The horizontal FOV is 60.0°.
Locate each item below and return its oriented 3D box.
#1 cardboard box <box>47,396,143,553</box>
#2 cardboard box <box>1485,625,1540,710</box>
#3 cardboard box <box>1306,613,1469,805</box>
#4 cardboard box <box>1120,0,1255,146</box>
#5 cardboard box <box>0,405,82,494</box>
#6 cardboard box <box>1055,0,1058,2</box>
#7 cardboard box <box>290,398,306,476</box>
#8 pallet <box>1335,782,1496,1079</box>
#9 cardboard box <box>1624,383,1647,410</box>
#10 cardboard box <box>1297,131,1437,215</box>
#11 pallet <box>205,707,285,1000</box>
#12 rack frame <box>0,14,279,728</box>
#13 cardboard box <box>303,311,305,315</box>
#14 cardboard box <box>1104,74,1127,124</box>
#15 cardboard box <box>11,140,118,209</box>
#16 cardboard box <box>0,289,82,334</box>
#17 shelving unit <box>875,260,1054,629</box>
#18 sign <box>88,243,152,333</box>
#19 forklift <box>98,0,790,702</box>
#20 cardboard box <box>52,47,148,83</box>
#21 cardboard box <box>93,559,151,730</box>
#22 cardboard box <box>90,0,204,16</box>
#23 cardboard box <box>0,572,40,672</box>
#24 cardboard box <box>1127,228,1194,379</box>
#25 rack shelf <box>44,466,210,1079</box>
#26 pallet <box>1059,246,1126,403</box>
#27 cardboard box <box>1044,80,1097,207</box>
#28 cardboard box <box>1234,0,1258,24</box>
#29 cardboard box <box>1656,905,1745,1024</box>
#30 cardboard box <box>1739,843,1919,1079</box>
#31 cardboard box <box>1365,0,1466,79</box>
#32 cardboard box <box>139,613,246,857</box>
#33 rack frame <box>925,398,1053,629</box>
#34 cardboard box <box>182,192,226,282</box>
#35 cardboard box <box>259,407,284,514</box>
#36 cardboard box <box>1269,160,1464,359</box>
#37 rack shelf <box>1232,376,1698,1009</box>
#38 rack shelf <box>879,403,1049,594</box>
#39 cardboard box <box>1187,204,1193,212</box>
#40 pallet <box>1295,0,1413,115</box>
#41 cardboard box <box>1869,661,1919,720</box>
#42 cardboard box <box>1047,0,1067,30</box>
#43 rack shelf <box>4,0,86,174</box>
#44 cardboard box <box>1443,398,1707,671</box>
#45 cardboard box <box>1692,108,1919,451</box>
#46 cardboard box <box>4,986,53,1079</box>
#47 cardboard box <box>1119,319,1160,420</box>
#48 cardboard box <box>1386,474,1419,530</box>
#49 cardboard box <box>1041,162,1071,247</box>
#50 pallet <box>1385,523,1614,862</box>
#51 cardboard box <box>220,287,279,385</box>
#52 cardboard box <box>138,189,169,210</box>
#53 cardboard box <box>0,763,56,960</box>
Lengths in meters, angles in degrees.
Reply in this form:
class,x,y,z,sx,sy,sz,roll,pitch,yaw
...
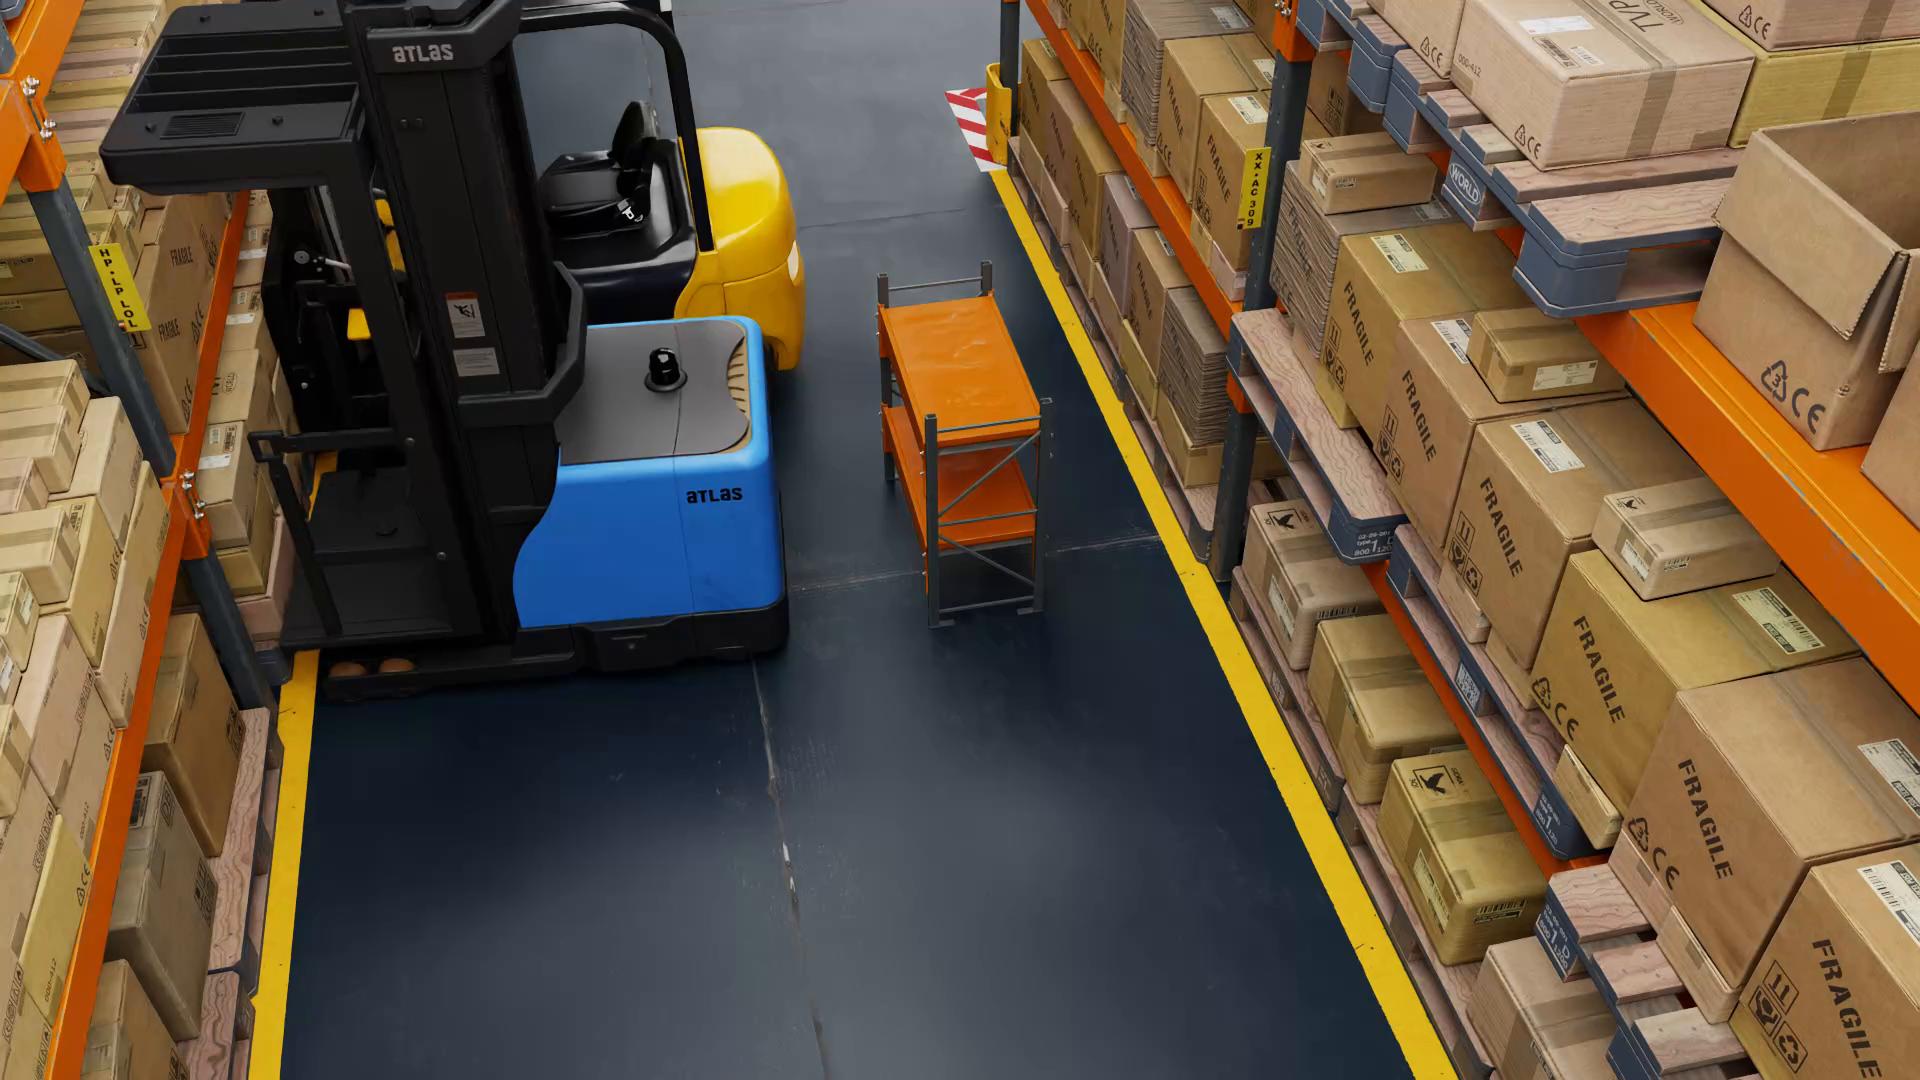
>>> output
class,x,y,z,sx,sy,sz,roll,pitch,yaw
cardboard box,-2.889,-0.174,5.205,0.500,0.250,0.500,-9,42,-10
cardboard box,1.753,0.320,4.785,0.380,0.149,0.250,-10,42,-11
cardboard box,1.876,0.592,6.268,0.950,0.372,0.625,-6,42,-7
cardboard box,1.029,-2.108,7.347,0.500,0.500,0.500,-7,42,-8
cardboard box,-2.880,-0.250,4.990,0.380,0.149,0.250,-9,42,-10
cardboard box,0.685,-3.098,8.463,0.500,0.500,0.500,-7,42,-8
cardboard box,-3.276,-0.472,7.559,0.500,0.250,0.500,-8,42,-9
pallet,2.038,1.301,5.907,1.003,0.211,1.213,-8,42,-9
cardboard box,2.139,-0.421,5.131,0.500,0.500,0.500,-7,42,-8
cardboard box,1.358,-1.231,5.555,0.380,0.149,0.250,-9,42,-9
pallet,-3.047,1.190,6.032,1.003,0.211,1.213,-8,42,-9
rack frame,-3.244,-0.325,5.638,1.000,3.000,0.127,-8,42,-9
cardboard box,-3.468,-1.304,8.120,0.500,0.250,0.500,-9,42,-10
cardboard box,0.895,-2.099,7.826,0.380,0.149,0.250,-8,42,-9
cardboard box,-3.232,-1.286,5.933,0.380,0.149,0.250,-9,42,-10
cardboard box,-3.056,-0.849,5.665,0.380,0.149,0.250,-9,42,-10
shelving unit,0.001,-0.416,7.153,0.538,1.125,1.048,-8,42,-9
sign,-2.716,-0.812,5.375,0.100,0.325,0.005,-8,42,-9
forklift,-2.272,-0.810,6.236,3.031,2.935,1.130,-5,42,-5
cardboard box,-3.379,-1.789,6.499,0.380,0.149,0.250,-9,42,-9
cardboard box,-2.766,0.346,4.996,0.500,0.250,0.500,-9,42,-10
cardboard box,-3.451,-2.294,7.068,0.380,0.149,0.250,-8,42,-8
cardboard box,-2.697,0.246,4.431,0.380,0.149,0.250,-9,42,-10
cardboard box,1.100,-1.122,7.726,0.500,0.500,0.500,-8,42,-9
rack shelf,-2.813,1.241,4.416,1.077,0.370,4.000,-8,42,-9
pallet,1.155,-1.218,8.745,1.003,0.211,1.213,-8,42,-9
cardboard box,0.765,-2.124,8.855,0.500,0.500,0.500,-10,43,-11
cardboard box,1.548,-2.541,7.082,0.700,0.500,0.500,-9,42,-10
cardboard box,1.938,0.992,4.027,0.380,0.149,0.250,-9,42,-10
cardboard box,2.095,0.994,3.537,0.500,0.500,0.500,-9,42,-11
cardboard box,1.447,-1.496,4.495,0.500,0.250,0.500,-9,42,-10
cardboard box,-3.121,0.743,5.908,0.875,0.625,0.625,-7,42,-7
rack frame,0.111,-0.087,6.782,0.500,1.125,0.032,-8,42,-9
cardboard box,-3.324,-1.351,6.718,0.500,0.500,0.500,-9,42,-10
cardboard box,-3.158,-0.324,7.016,0.500,0.250,0.500,-9,42,-10
cardboard box,1.423,-0.999,5.782,0.500,0.500,0.500,-7,42,-8
rack shelf,2.033,0.527,5.220,1.077,0.370,4.000,-8,42,-9
rack shelf,0.001,-0.233,7.316,0.538,0.278,1.000,-8,42,-9
cardboard box,1.194,-1.450,7.095,0.380,0.149,0.250,-8,42,-9
pallet,1.631,-1.675,5.041,1.213,0.211,1.003,-8,42,-9
cardboard box,2.474,0.587,3.995,0.500,0.500,0.500,-6,42,-7
cardboard box,0.666,-2.771,8.583,0.380,0.149,0.250,-8,42,-9
rack shelf,-3.676,-2.474,6.342,1.077,0.370,4.000,-8,42,-9
cardboard box,1.746,-0.021,4.680,0.500,0.500,0.500,-10,43,-11
cardboard box,2.108,-0.591,3.600,0.797,0.503,0.637,-8,42,-9
cardboard box,-2.460,1.342,3.874,0.500,0.250,0.500,-10,42,-11
cardboard box,1.087,-0.856,7.991,0.500,0.250,0.500,-9,42,-10
cardboard box,1.608,-0.189,5.358,0.380,0.149,0.250,-8,42,-9
cardboard box,0.745,-1.866,9.129,0.500,0.250,0.500,-7,42,-8
pallet,1.998,0.349,5.024,1.003,0.211,1.213,-8,42,-9
cardboard box,-3.261,-0.840,7.220,0.500,0.250,0.500,-7,42,-8
cardboard box,-3.178,-1.352,6.232,0.380,0.149,0.250,-7,42,-8
cardboard box,-2.575,0.820,4.084,0.500,0.250,0.500,-8,42,-9
